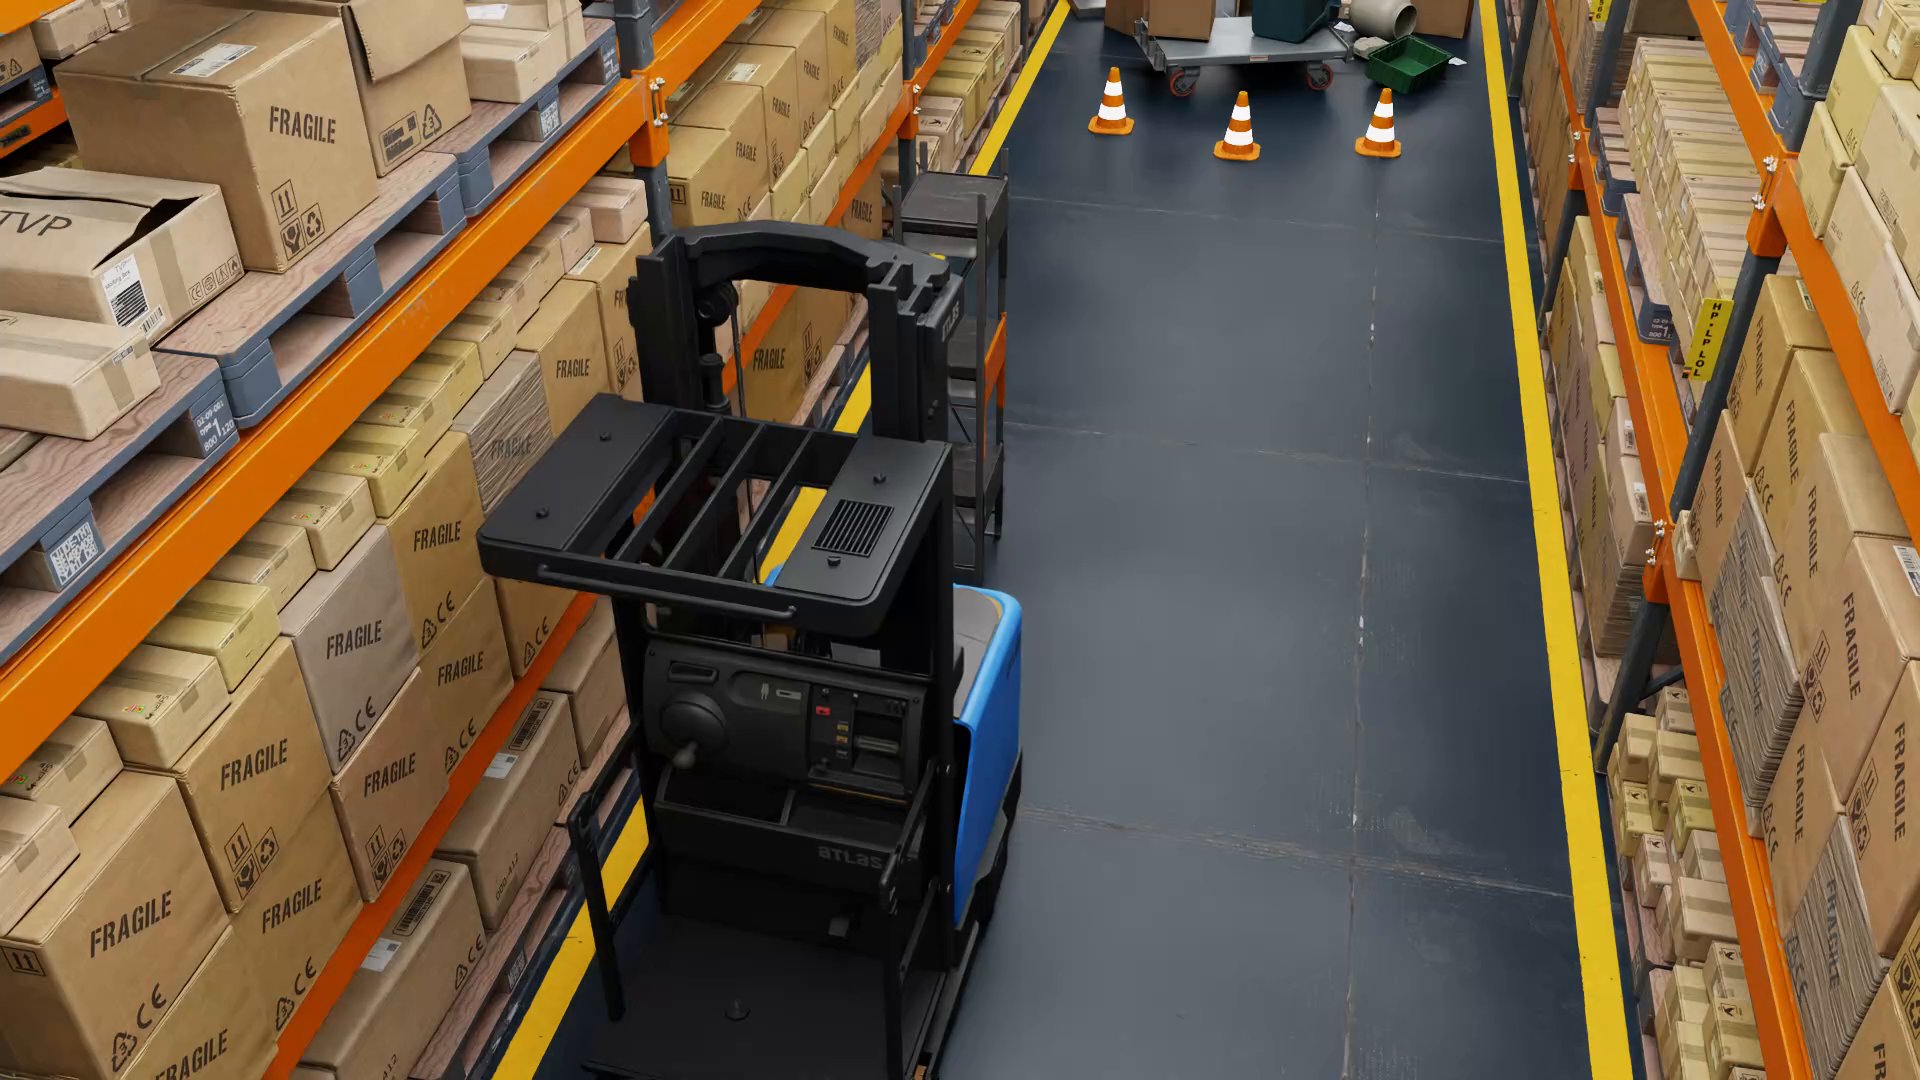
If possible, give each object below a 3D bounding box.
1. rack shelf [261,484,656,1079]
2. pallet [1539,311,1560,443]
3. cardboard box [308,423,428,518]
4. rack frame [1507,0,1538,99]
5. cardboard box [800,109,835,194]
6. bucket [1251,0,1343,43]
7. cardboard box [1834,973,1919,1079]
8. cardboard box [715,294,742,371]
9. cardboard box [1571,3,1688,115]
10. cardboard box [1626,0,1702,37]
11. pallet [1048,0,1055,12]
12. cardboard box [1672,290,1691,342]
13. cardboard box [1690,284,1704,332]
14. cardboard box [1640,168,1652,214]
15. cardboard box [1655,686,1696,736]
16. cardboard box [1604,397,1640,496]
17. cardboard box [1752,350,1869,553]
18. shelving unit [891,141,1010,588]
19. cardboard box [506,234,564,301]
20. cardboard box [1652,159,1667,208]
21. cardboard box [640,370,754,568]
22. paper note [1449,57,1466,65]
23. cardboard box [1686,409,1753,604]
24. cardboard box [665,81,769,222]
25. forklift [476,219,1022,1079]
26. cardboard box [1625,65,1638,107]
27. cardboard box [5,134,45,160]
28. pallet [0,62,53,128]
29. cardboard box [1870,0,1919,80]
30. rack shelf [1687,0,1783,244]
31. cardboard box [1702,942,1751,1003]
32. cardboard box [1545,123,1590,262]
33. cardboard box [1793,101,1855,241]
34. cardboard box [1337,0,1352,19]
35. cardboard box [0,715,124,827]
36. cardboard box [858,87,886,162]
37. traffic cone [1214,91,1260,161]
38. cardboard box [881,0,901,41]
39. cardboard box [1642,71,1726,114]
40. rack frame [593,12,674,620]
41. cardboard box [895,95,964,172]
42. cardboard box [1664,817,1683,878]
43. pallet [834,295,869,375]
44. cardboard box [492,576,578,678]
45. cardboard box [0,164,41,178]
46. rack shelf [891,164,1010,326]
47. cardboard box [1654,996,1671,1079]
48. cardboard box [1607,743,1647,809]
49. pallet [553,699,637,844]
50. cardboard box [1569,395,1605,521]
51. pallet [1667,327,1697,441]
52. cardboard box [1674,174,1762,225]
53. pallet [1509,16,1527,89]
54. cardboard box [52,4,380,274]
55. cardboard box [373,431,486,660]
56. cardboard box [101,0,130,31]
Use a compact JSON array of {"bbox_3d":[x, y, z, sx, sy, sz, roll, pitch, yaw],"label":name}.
[{"bbox_3d":[-2.060,0.694,5.619,1.077,0.370,4.000,7,37,10],"label":"rack shelf"},{"bbox_3d":[3.911,-0.897,9.578,1.003,0.211,1.213,7,37,10],"label":"pallet"},{"bbox_3d":[-1.768,-0.211,4.765,0.380,0.149,0.250,6,36,9],"label":"cardboard box"},{"bbox_3d":[4.934,-4.767,12.542,1.000,3.000,0.127,7,37,10],"label":"rack frame"},{"bbox_3d":[-0.939,-1.981,8.399,0.500,0.250,0.500,6,36,9],"label":"cardboard box"},{"bbox_3d":[2.711,-4.424,13.563,0.726,0.611,0.620,20,51,26],"label":"bucket"},{"bbox_3d":[2.330,1.367,3.740,0.500,0.500,0.500,7,36,9],"label":"cardboard box"},{"bbox_3d":[-1.280,-0.902,7.336,0.500,0.250,0.500,6,36,9],"label":"cardboard box"},{"bbox_3d":[3.913,-2.806,9.751,0.500,0.500,0.500,7,37,10],"label":"cardboard box"},{"bbox_3d":[4.185,-3.176,9.408,0.700,0.500,0.500,7,37,10],"label":"cardboard box"},{"bbox_3d":[0.444,-5.292,15.642,1.003,0.211,1.213,7,37,10],"label":"pallet"},{"bbox_3d":[3.280,-0.937,7.113,0.380,0.149,0.250,6,36,8],"label":"cardboard box"},{"bbox_3d":[3.228,-0.916,6.830,0.380,0.149,0.250,9,37,12],"label":"cardboard box"},{"bbox_3d":[3.561,-1.695,8.159,0.380,0.149,0.250,8,37,11],"label":"cardboard box"},{"bbox_3d":[2.949,0.734,6.516,0.380,0.149,0.250,9,37,12],"label":"cardboard box"},{"bbox_3d":[3.260,-0.394,7.641,0.500,0.250,0.500,9,37,12],"label":"cardboard box"},{"bbox_3d":[2.795,-0.219,5.076,0.500,0.500,0.500,6,36,9],"label":"cardboard box"},{"bbox_3d":[-0.035,-0.755,7.773,0.431,2.100,0.503,7,37,10],"label":"shelving unit"},{"bbox_3d":[-1.612,-0.956,5.793,0.380,0.149,0.250,7,37,10],"label":"cardboard box"},{"bbox_3d":[3.506,-1.672,7.874,0.380,0.149,0.250,7,37,10],"label":"cardboard box"},{"bbox_3d":[-1.578,-0.419,7.994,0.875,0.875,0.875,8,37,11],"label":"cardboard box"},{"bbox_3d":[4.193,-4.064,14.101,0.147,0.020,0.142,-17,39,-22],"label":"paper note"},{"bbox_3d":[2.873,-0.090,5.749,0.500,0.500,0.500,7,36,9],"label":"cardboard box"},{"bbox_3d":[-1.176,-1.700,7.373,0.500,0.500,0.500,7,37,10],"label":"cardboard box"},{"bbox_3d":[-0.621,0.651,5.124,1.130,2.935,3.031,9,37,12],"label":"forklift"},{"bbox_3d":[3.780,-2.411,8.893,0.380,0.149,0.250,9,37,12],"label":"cardboard box"},{"bbox_3d":[-6.102,-2.516,10.655,0.380,0.149,0.250,8,37,11],"label":"cardboard box"},{"bbox_3d":[-6.039,-2.463,9.527,1.003,0.211,1.213,7,37,10],"label":"pallet"},{"bbox_3d":[2.836,-1.410,4.716,0.380,0.149,0.250,6,36,8],"label":"cardboard box"},{"bbox_3d":[3.652,-2.251,7.127,1.077,0.370,4.000,7,37,10],"label":"rack shelf"},{"bbox_3d":[2.681,1.490,5.472,0.380,0.149,0.250,6,36,8],"label":"cardboard box"},{"bbox_3d":[4.297,-2.071,10.381,1.050,0.750,0.750,7,36,9],"label":"cardboard box"},{"bbox_3d":[2.868,-1.102,5.057,0.500,0.250,0.500,9,37,12],"label":"cardboard box"},{"bbox_3d":[3.502,-4.877,15.022,0.396,0.266,0.258,14,38,18],"label":"cardboard box"},{"bbox_3d":[-2.154,0.514,3.765,0.380,0.149,0.250,8,37,11],"label":"cardboard box"},{"bbox_3d":[-0.726,-2.359,9.346,0.500,0.250,0.500,8,37,11],"label":"cardboard box"},{"bbox_3d":[2.094,-3.125,12.437,0.336,0.463,0.334,7,37,10],"label":"traffic cone"},{"bbox_3d":[-0.633,-3.153,9.377,0.500,0.500,0.500,6,36,9],"label":"cardboard box"},{"bbox_3d":[3.680,-2.248,8.415,0.380,0.149,0.250,7,37,10],"label":"cardboard box"},{"bbox_3d":[-1.632,-0.743,6.990,1.000,3.000,0.127,7,37,10],"label":"rack frame"},{"bbox_3d":[-0.498,-2.889,11.832,0.950,0.372,0.625,7,36,9],"label":"cardboard box"},{"bbox_3d":[2.852,1.151,6.194,0.380,0.149,0.250,7,37,10],"label":"cardboard box"},{"bbox_3d":[-1.020,-1.465,10.362,1.003,0.211,1.213,7,37,10],"label":"pallet"},{"bbox_3d":[-1.679,0.100,5.741,0.500,0.500,0.500,7,36,9],"label":"cardboard box"},{"bbox_3d":[-5.767,-2.168,10.175,0.380,0.149,0.250,7,36,9],"label":"cardboard box"},{"bbox_3d":[-0.035,-1.311,7.370,0.431,0.518,0.480,7,37,10],"label":"rack shelf"},{"bbox_3d":[2.596,1.721,5.661,0.380,0.149,0.250,6,36,9],"label":"cardboard box"},{"bbox_3d":[2.833,0.972,6.695,0.380,0.149,0.250,6,36,8],"label":"cardboard box"},{"bbox_3d":[-1.871,0.812,7.220,1.003,0.211,1.213,7,37,10],"label":"pallet"},{"bbox_3d":[3.361,-0.382,8.264,0.500,0.500,0.500,7,36,9],"label":"cardboard box"},{"bbox_3d":[3.530,-0.523,6.849,1.003,0.211,1.213,7,37,10],"label":"pallet"},{"bbox_3d":[3.399,-1.492,7.372,0.380,0.149,0.250,6,36,8],"label":"cardboard box"},{"bbox_3d":[5.173,-4.064,13.948,1.003,0.211,1.213,7,37,10],"label":"pallet"},{"bbox_3d":[-1.910,-1.053,4.332,0.500,0.500,0.500,8,37,11],"label":"cardboard box"},{"bbox_3d":[-1.794,-0.014,5.047,0.500,0.500,0.500,7,37,10],"label":"cardboard box"},{"bbox_3d":[-5.393,-3.300,10.374,0.380,0.149,0.250,8,37,11],"label":"cardboard box"}]
